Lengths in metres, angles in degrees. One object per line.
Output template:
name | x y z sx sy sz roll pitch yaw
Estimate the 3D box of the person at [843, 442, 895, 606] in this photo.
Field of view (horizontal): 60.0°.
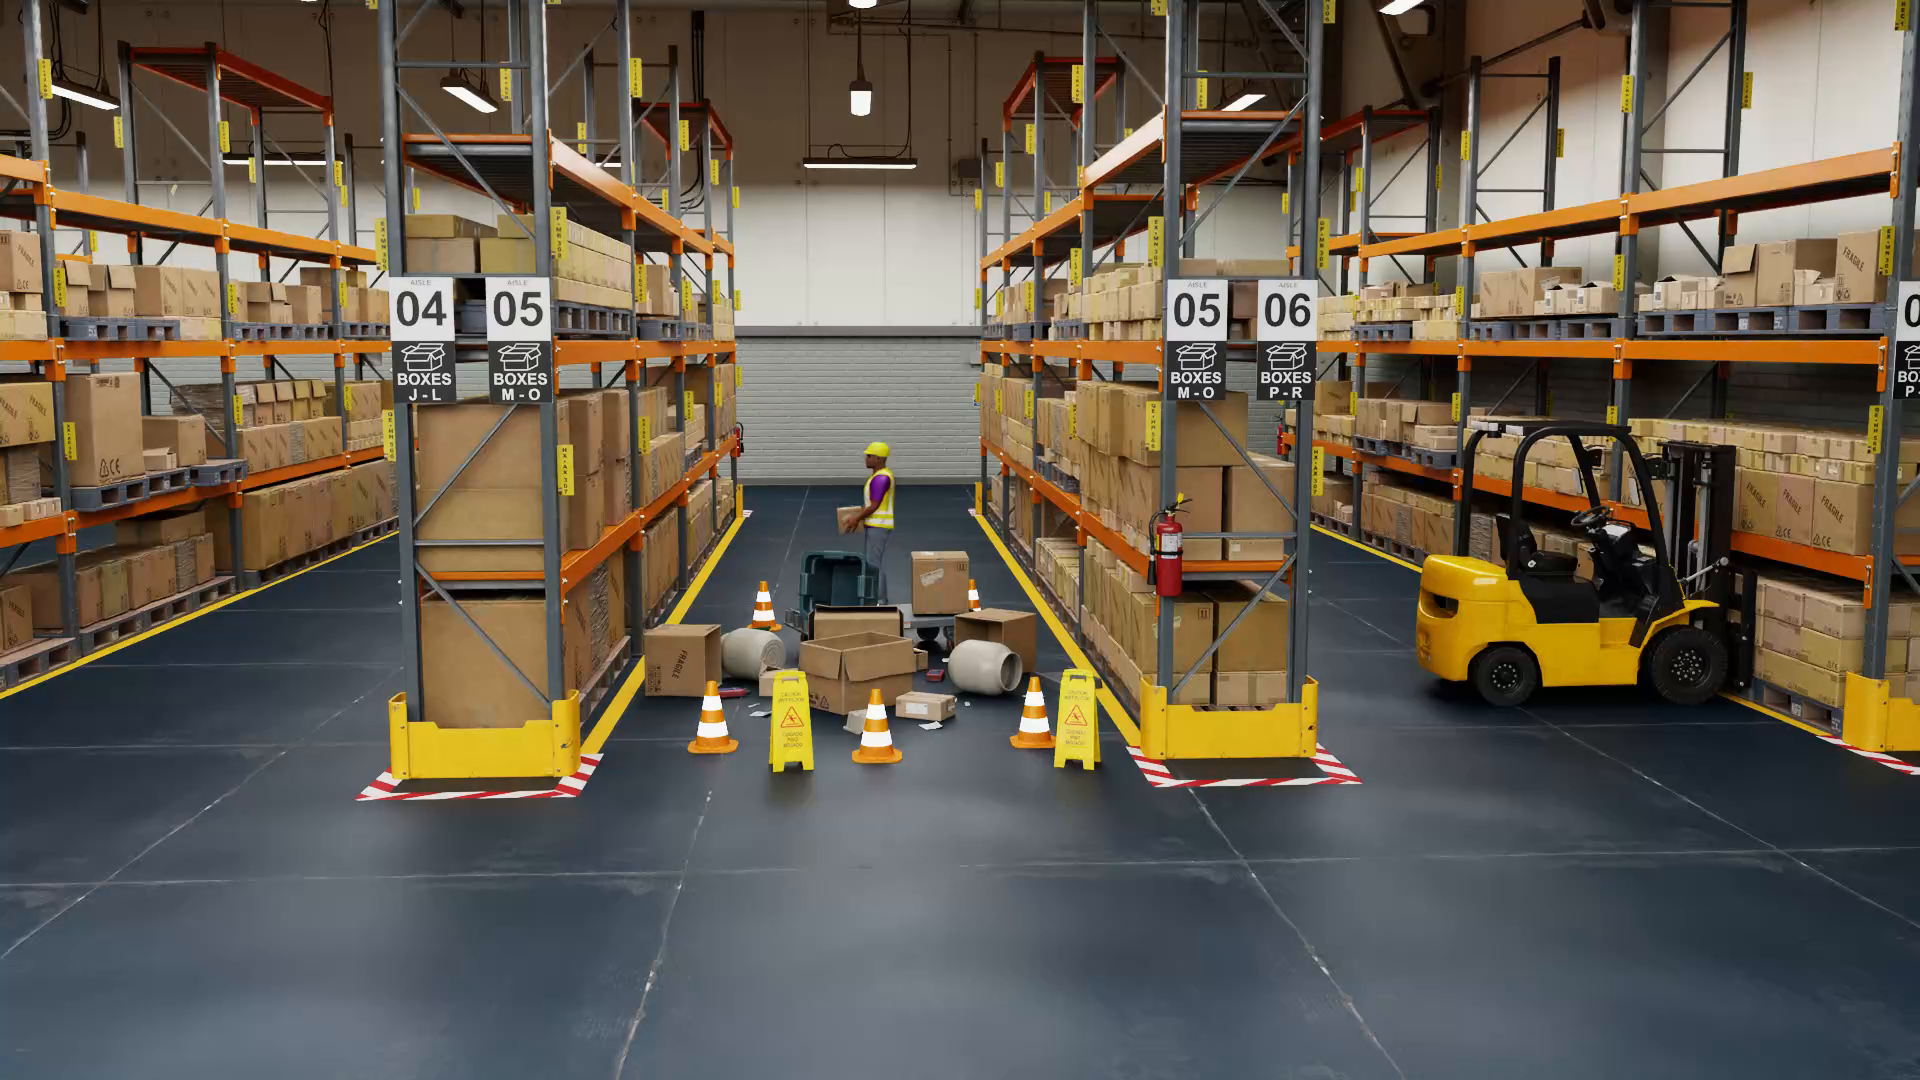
person | -0.943 -0.130 17.225 0.541 1.769 0.548 -1 7 -4
